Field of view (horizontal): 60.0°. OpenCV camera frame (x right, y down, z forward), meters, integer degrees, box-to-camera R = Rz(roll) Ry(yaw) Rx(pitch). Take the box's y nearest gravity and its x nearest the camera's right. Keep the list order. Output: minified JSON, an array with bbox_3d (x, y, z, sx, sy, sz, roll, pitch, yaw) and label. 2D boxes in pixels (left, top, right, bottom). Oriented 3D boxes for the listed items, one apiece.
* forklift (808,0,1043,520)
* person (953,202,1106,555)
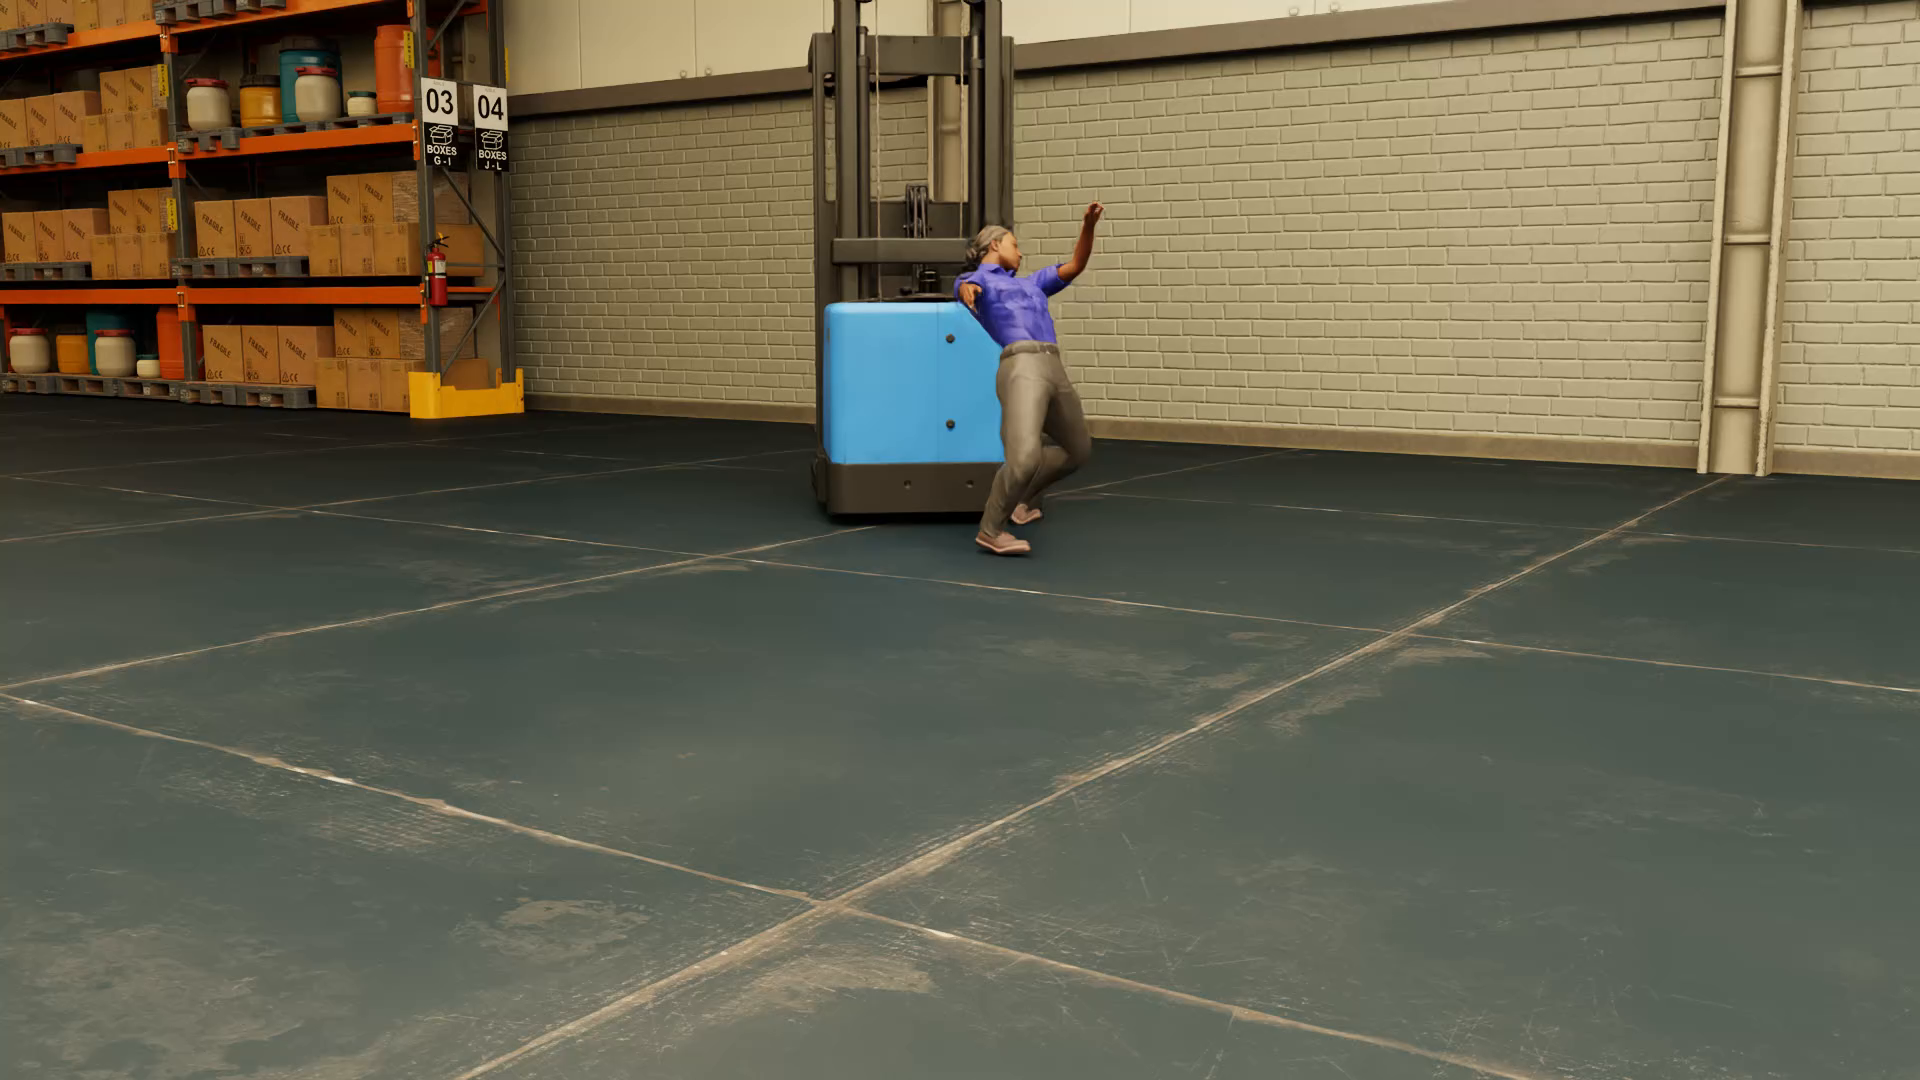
[{"bbox_3d":[-0.283,-1.725,9.323,1.130,2.935,3.031,-1,8,-7],"label":"forklift"},{"bbox_3d":[0.212,-0.683,7.085,0.693,1.479,1.016,5,9,31],"label":"person"}]
